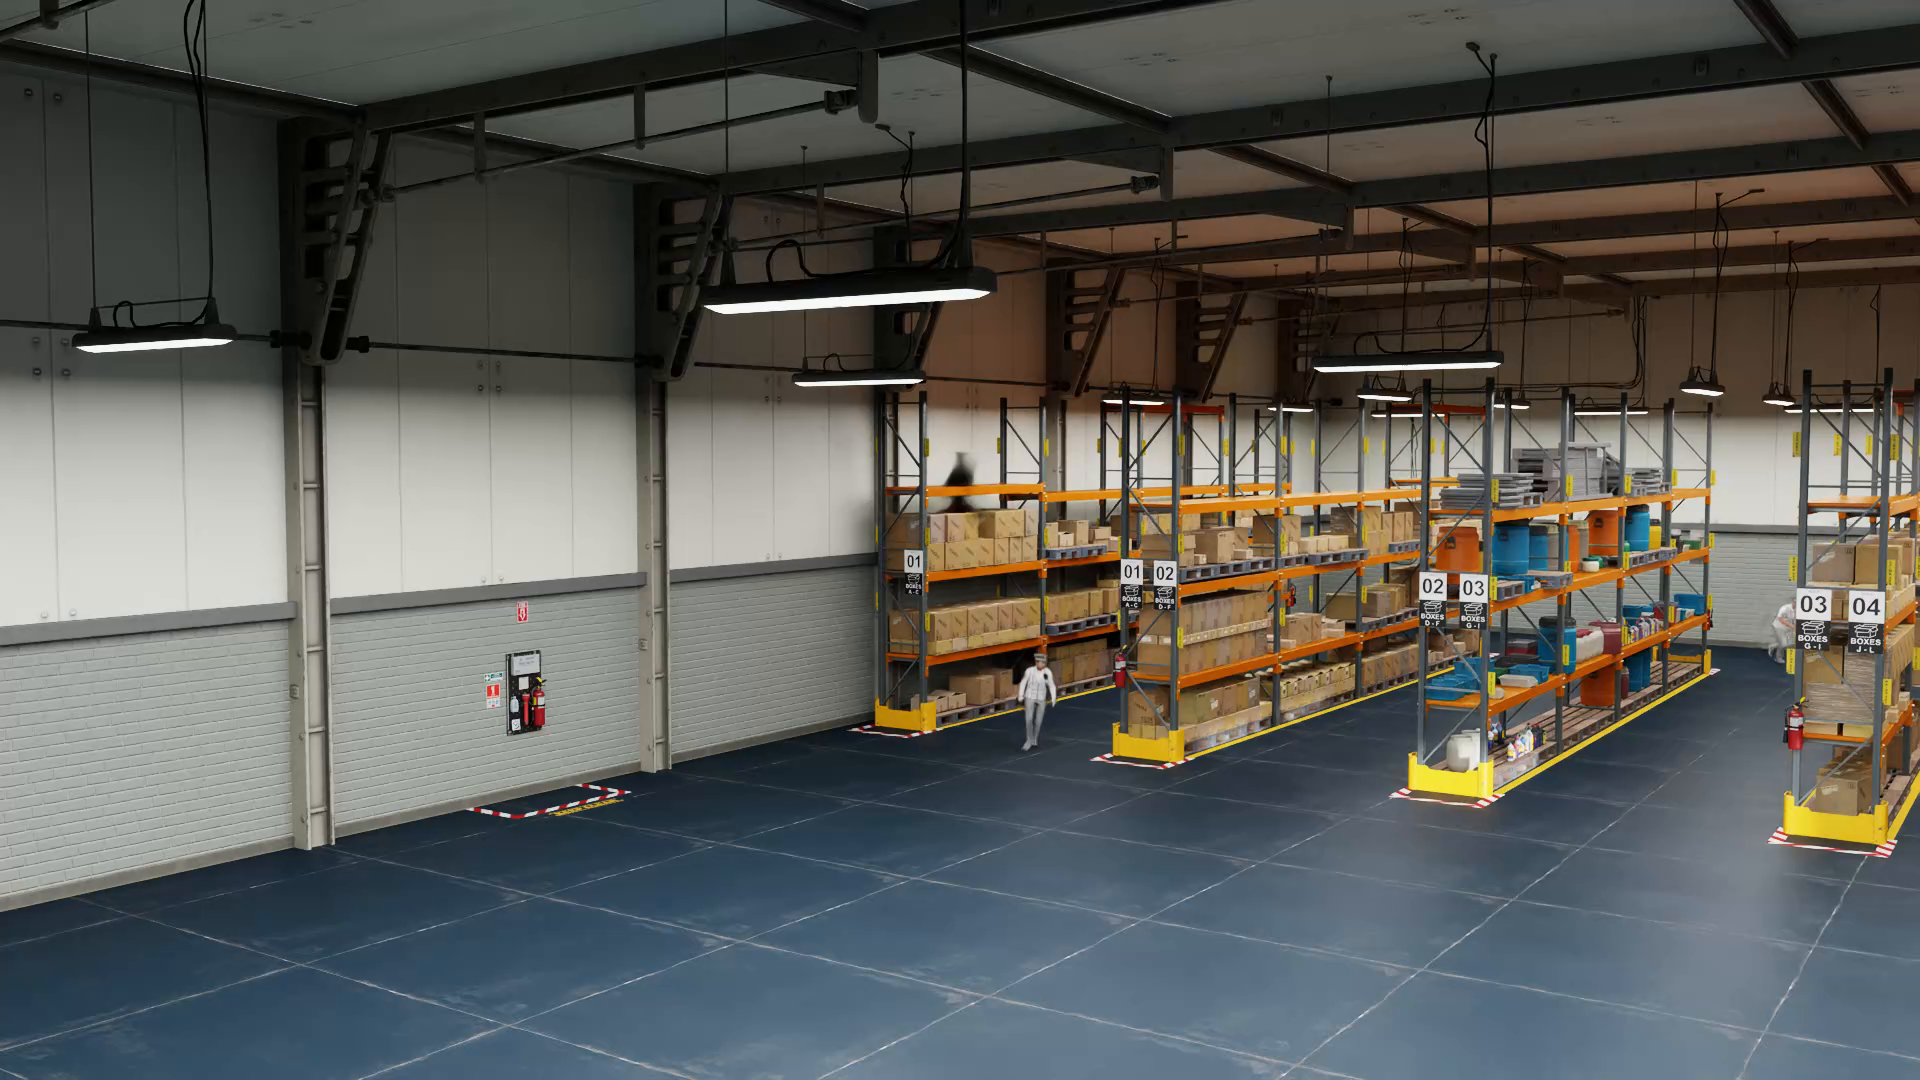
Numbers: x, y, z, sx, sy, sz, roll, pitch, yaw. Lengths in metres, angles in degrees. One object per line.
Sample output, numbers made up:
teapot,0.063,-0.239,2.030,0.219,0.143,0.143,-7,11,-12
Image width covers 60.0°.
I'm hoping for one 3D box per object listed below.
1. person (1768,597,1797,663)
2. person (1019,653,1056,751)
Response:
person,19.202,2.075,38.663,0.687,1.576,0.874,-1,3,-23
person,1.292,2.671,27.688,0.592,1.621,0.710,0,3,-8
